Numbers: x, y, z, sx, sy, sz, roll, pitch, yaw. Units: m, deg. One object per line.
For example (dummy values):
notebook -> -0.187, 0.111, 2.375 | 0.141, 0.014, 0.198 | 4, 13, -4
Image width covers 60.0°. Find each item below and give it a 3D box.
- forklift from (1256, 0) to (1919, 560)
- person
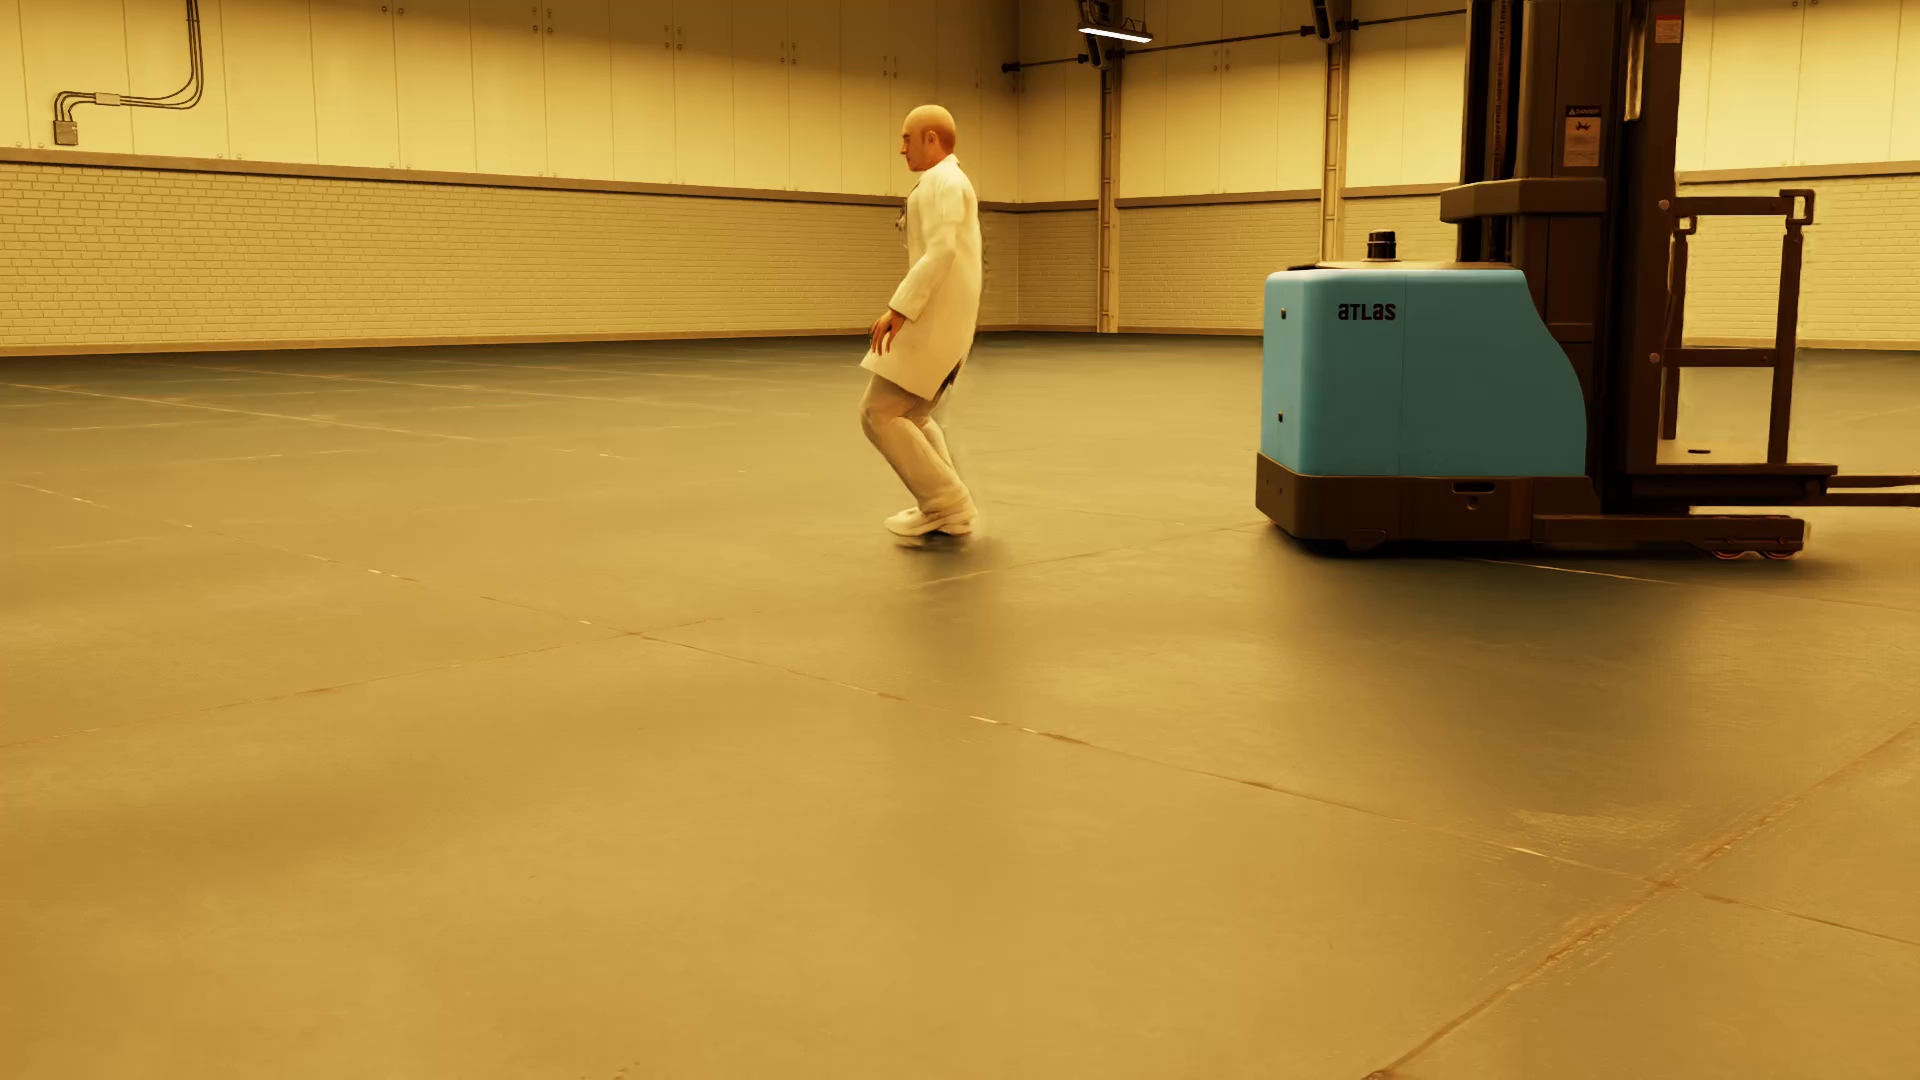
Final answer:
forklift -> 2.786, -1.454, 6.527 | 3.031, 2.935, 1.130 | 0, 9, 0
person -> -0.139, -0.845, 6.593 | 0.464, 1.708, 0.777 | 1, 9, 6
